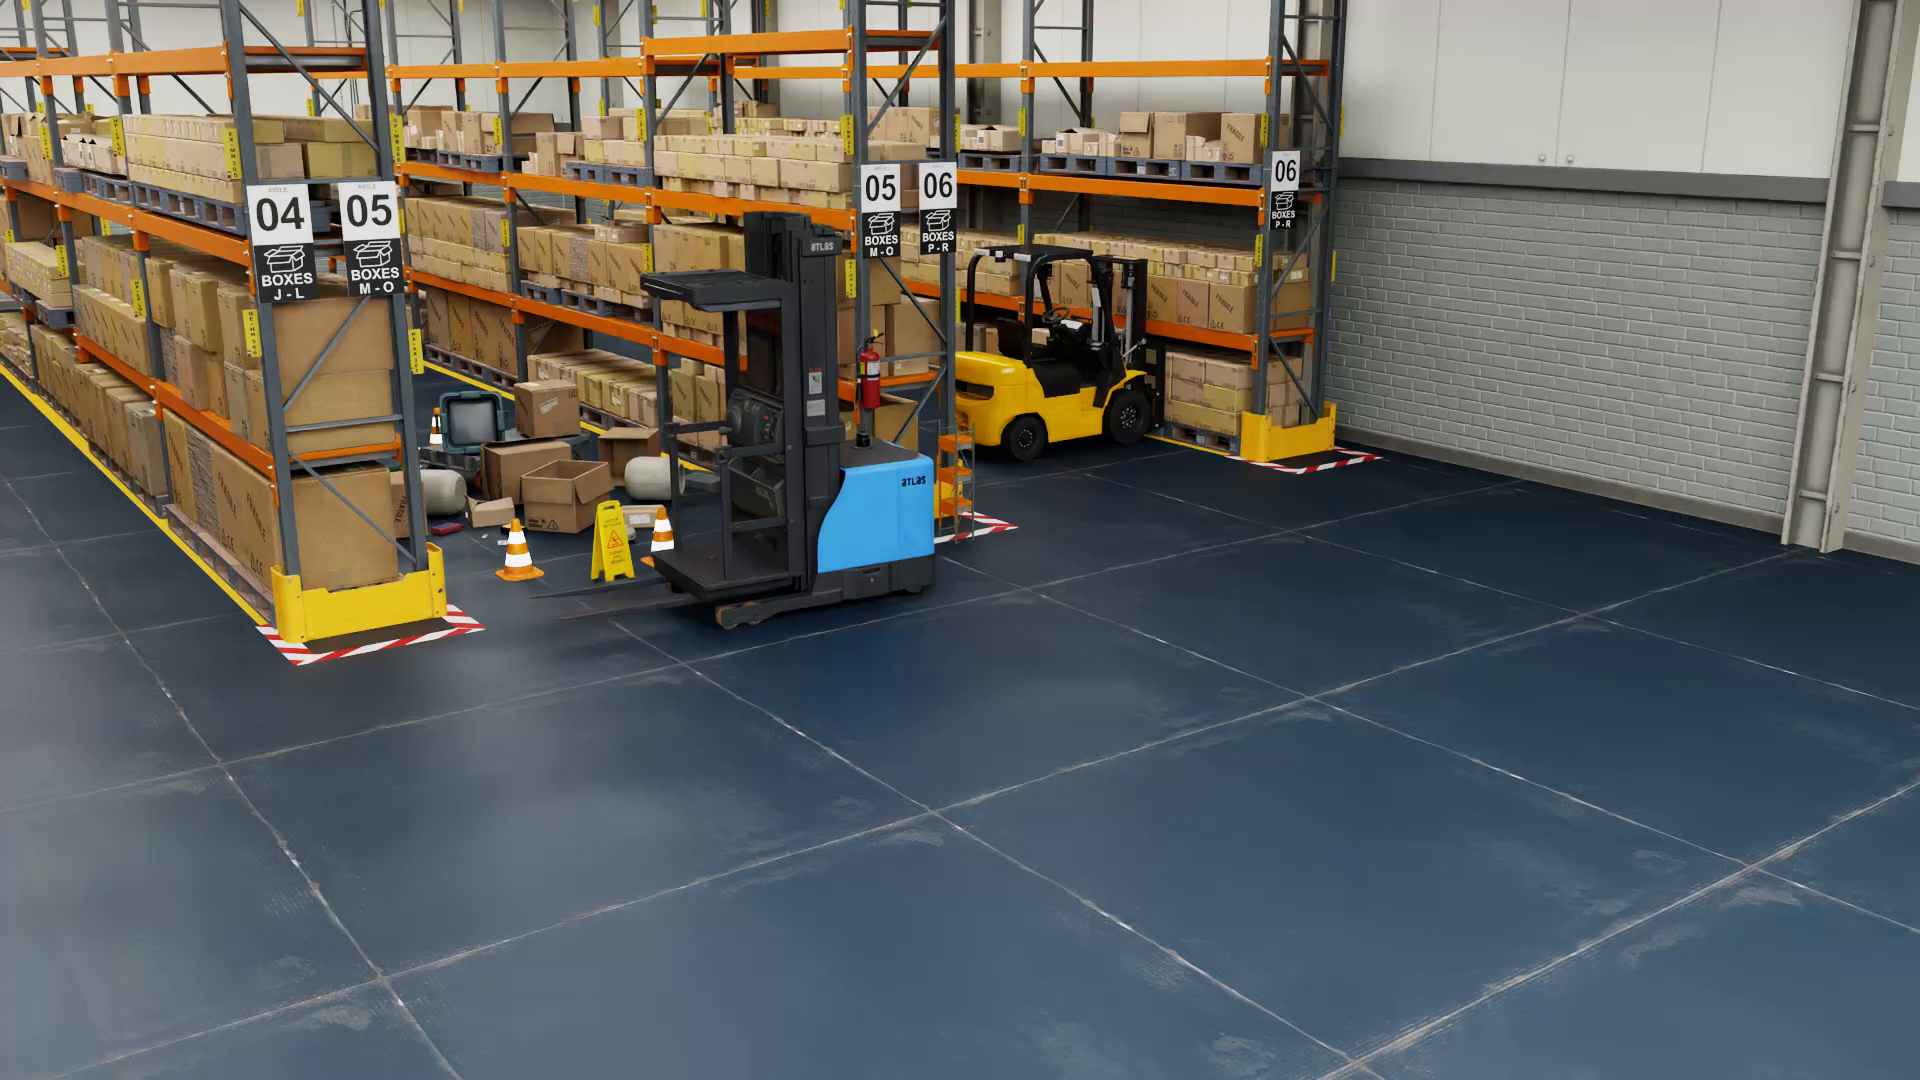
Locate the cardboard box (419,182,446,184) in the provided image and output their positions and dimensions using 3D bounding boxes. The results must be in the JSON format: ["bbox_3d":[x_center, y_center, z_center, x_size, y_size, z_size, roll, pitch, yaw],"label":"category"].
[{"bbox_3d":[-7.859,-5.236,24.713,0.380,0.149,0.250,-11,19,-35],"label":"cardboard box"}]

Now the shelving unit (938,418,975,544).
[{"bbox_3d":[-0.031,-0.518,14.479,0.215,1.050,0.252,-11,19,-35],"label":"shelving unit"}]

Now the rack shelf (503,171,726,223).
[{"bbox_3d":[-4.007,-4.003,19.202,1.077,0.370,4.000,-11,19,-35],"label":"rack shelf"}]

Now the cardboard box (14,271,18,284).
[{"bbox_3d":[-11.309,-3.208,20.297,0.380,0.149,0.250,-11,19,-34],"label":"cardboard box"}]

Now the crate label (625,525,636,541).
[{"bbox_3d":[-2.986,-0.047,14.487,0.298,0.136,0.250,7,17,23],"label":"crate label"}]

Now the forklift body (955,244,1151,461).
[{"bbox_3d":[0.943,-2.106,18.196,2.313,2.155,1.214,-11,19,-35],"label":"forklift body"}]

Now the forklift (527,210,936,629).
[{"bbox_3d":[-1.717,-0.920,12.386,3.031,2.935,1.130,-9,18,-30],"label":"forklift"}]

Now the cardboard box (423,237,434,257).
[{"bbox_3d":[-7.175,-4.109,23.244,0.500,0.250,0.500,-11,18,-34],"label":"cardboard box"}]

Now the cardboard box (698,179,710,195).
[{"bbox_3d":[-2.388,-3.538,16.613,0.380,0.149,0.250,-10,18,-33],"label":"cardboard box"}]

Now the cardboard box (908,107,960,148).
[{"bbox_3d":[-0.343,-5.438,21.906,0.500,0.500,0.500,-10,18,-33],"label":"cardboard box"}]

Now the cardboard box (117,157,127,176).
[{"bbox_3d":[-7.321,-3.438,15.072,0.500,0.250,0.500,-11,19,-34],"label":"cardboard box"}]

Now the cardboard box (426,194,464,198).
[{"bbox_3d":[-7.619,-4.855,24.548,0.500,0.500,0.500,-11,19,-34],"label":"cardboard box"}]

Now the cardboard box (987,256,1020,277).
[{"bbox_3d":[0.686,-3.482,20.952,0.500,0.250,0.500,-11,19,-36],"label":"cardboard box"}]

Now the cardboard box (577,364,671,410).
[{"bbox_3d":[-3.978,-1.824,19.742,0.950,0.372,0.625,-10,18,-33],"label":"cardboard box"}]

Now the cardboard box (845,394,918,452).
[{"bbox_3d":[-0.745,-1.081,15.835,0.500,0.500,0.500,-12,19,-36],"label":"cardboard box"}]

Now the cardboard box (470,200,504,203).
[{"bbox_3d":[-6.477,-4.438,23.026,0.500,0.500,0.500,-10,18,-33],"label":"cardboard box"}]

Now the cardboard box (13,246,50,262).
[{"bbox_3d":[-11.158,-3.440,20.017,0.380,0.149,0.250,-11,19,-35],"label":"cardboard box"}]

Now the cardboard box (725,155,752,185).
[{"bbox_3d":[-1.901,-3.533,15.841,0.500,0.250,0.500,-11,19,-34],"label":"cardboard box"}]

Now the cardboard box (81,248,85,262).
[{"bbox_3d":[-10.320,-3.429,19.977,0.380,0.149,0.250,-12,19,-37],"label":"cardboard box"}]

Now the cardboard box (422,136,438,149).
[{"bbox_3d":[-7.074,-5.397,22.578,0.380,0.166,0.250,-12,20,-38],"label":"cardboard box"}]

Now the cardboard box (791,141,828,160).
[{"bbox_3d":[-1.310,-3.534,15.089,0.380,0.149,0.250,-11,19,-34],"label":"cardboard box"}]

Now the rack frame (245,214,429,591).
[{"bbox_3d":[-4.424,-0.832,11.936,1.000,3.000,0.127,-11,19,-35],"label":"rack frame"}]

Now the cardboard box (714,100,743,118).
[{"bbox_3d":[-3.628,-6.757,26.043,0.396,0.266,0.258,-11,19,-35],"label":"cardboard box"}]

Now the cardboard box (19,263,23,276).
[{"bbox_3d":[-11.000,-3.241,19.854,0.380,0.149,0.250,-10,18,-32],"label":"cardboard box"}]

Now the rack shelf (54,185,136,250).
[{"bbox_3d":[-7.952,-3.213,16.316,1.077,0.370,4.000,-11,19,-35],"label":"rack shelf"}]

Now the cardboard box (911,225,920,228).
[{"bbox_3d":[-0.468,-4.322,23.266,0.380,0.149,0.250,-11,19,-35],"label":"cardboard box"}]

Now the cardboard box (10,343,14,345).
[{"bbox_3d":[-13.122,-2.709,23.395,0.380,0.149,0.250,-11,19,-34],"label":"cardboard box"}]

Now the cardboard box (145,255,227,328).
[{"bbox_3d":[-6.587,-2.196,14.587,0.875,0.550,0.550,-11,19,-35],"label":"cardboard box"}]

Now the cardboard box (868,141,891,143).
[{"bbox_3d":[-0.782,-3.554,15.164,0.380,0.149,0.250,-11,19,-35],"label":"cardboard box"}]

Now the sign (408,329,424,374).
[{"bbox_3d":[-3.972,-1.373,12.121,0.100,0.325,0.005,-11,19,-35],"label":"sign"}]

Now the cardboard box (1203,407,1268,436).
[{"bbox_3d":[3.001,-1.321,18.135,0.500,0.250,0.500,-11,19,-34],"label":"cardboard box"}]

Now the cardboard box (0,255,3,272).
[{"bbox_3d":[-12.588,-3.864,22.257,0.500,0.500,0.500,-11,19,-35],"label":"cardboard box"}]

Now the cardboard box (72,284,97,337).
[{"bbox_3d":[-9.082,-2.451,17.661,0.500,0.500,0.500,-11,19,-34],"label":"cardboard box"}]

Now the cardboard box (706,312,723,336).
[{"bbox_3d":[-2.200,-2.318,16.611,0.500,0.500,0.500,-11,19,-35],"label":"cardboard box"}]

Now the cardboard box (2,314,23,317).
[{"bbox_3d":[-13.539,-3.159,23.913,0.380,0.149,0.250,-10,18,-34],"label":"cardboard box"}]

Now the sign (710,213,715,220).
[{"bbox_3d":[-3.957,-5.288,26.574,0.100,0.325,0.005,-11,19,-35],"label":"sign"}]

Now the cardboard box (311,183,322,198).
[{"bbox_3d":[-4.517,-2.586,12.152,0.380,0.149,0.250,-11,19,-34],"label":"cardboard box"}]

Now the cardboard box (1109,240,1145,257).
[{"bbox_3d":[1.950,-3.375,19.245,0.380,0.149,0.250,-11,19,-35],"label":"cardboard box"}]

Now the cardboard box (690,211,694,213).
[{"bbox_3d":[-4.800,-5.608,29.103,0.500,0.250,0.500,-10,18,-33],"label":"cardboard box"}]

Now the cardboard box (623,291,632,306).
[{"bbox_3d":[-3.498,-2.684,18.381,0.380,0.149,0.250,-12,19,-36],"label":"cardboard box"}]

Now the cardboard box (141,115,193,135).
[{"bbox_3d":[-6.388,-3.355,13.449,0.380,0.149,0.250,-11,19,-35],"label":"cardboard box"}]

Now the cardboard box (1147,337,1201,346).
[{"bbox_3d":[2.526,-2.209,19.485,0.500,0.250,0.500,-11,19,-36],"label":"cardboard box"}]

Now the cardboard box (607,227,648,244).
[{"bbox_3d":[-3.701,-3.392,18.511,0.380,0.149,0.250,-12,19,-36],"label":"cardboard box"}]

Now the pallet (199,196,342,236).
[{"bbox_3d":[-4.869,-2.393,12.124,1.003,0.211,1.213,-11,19,-35],"label":"pallet"}]

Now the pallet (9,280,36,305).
[{"bbox_3d":[-11.148,-3.117,20.644,1.003,0.211,1.213,-11,19,-35],"label":"pallet"}]

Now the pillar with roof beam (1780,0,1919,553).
[{"bbox_3d":[3.899,-3.626,10.779,9.100,9.000,0.400,-11,19,-35],"label":"pillar with roof beam"}]

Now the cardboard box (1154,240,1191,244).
[{"bbox_3d":[2.464,-3.394,19.312,0.380,0.149,0.250,-10,18,-33],"label":"cardboard box"}]

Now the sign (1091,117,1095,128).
[{"bbox_3d":[1.629,-5.069,20.602,0.100,0.325,0.005,-11,19,-35],"label":"sign"}]

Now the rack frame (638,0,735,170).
[{"bbox_3d":[-2.831,-5.370,17.150,1.000,3.000,0.127,-11,19,-35],"label":"rack frame"}]

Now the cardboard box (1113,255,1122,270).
[{"bbox_3d":[1.885,-3.222,19.249,0.380,0.149,0.250,-12,19,-36],"label":"cardboard box"}]

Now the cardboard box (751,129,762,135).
[{"bbox_3d":[-2.924,-6.134,25.113,0.380,0.149,0.250,-10,18,-33],"label":"cardboard box"}]

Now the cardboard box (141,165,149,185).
[{"bbox_3d":[-6.538,-3.024,13.752,0.380,0.149,0.250,-11,19,-35],"label":"cardboard box"}]
